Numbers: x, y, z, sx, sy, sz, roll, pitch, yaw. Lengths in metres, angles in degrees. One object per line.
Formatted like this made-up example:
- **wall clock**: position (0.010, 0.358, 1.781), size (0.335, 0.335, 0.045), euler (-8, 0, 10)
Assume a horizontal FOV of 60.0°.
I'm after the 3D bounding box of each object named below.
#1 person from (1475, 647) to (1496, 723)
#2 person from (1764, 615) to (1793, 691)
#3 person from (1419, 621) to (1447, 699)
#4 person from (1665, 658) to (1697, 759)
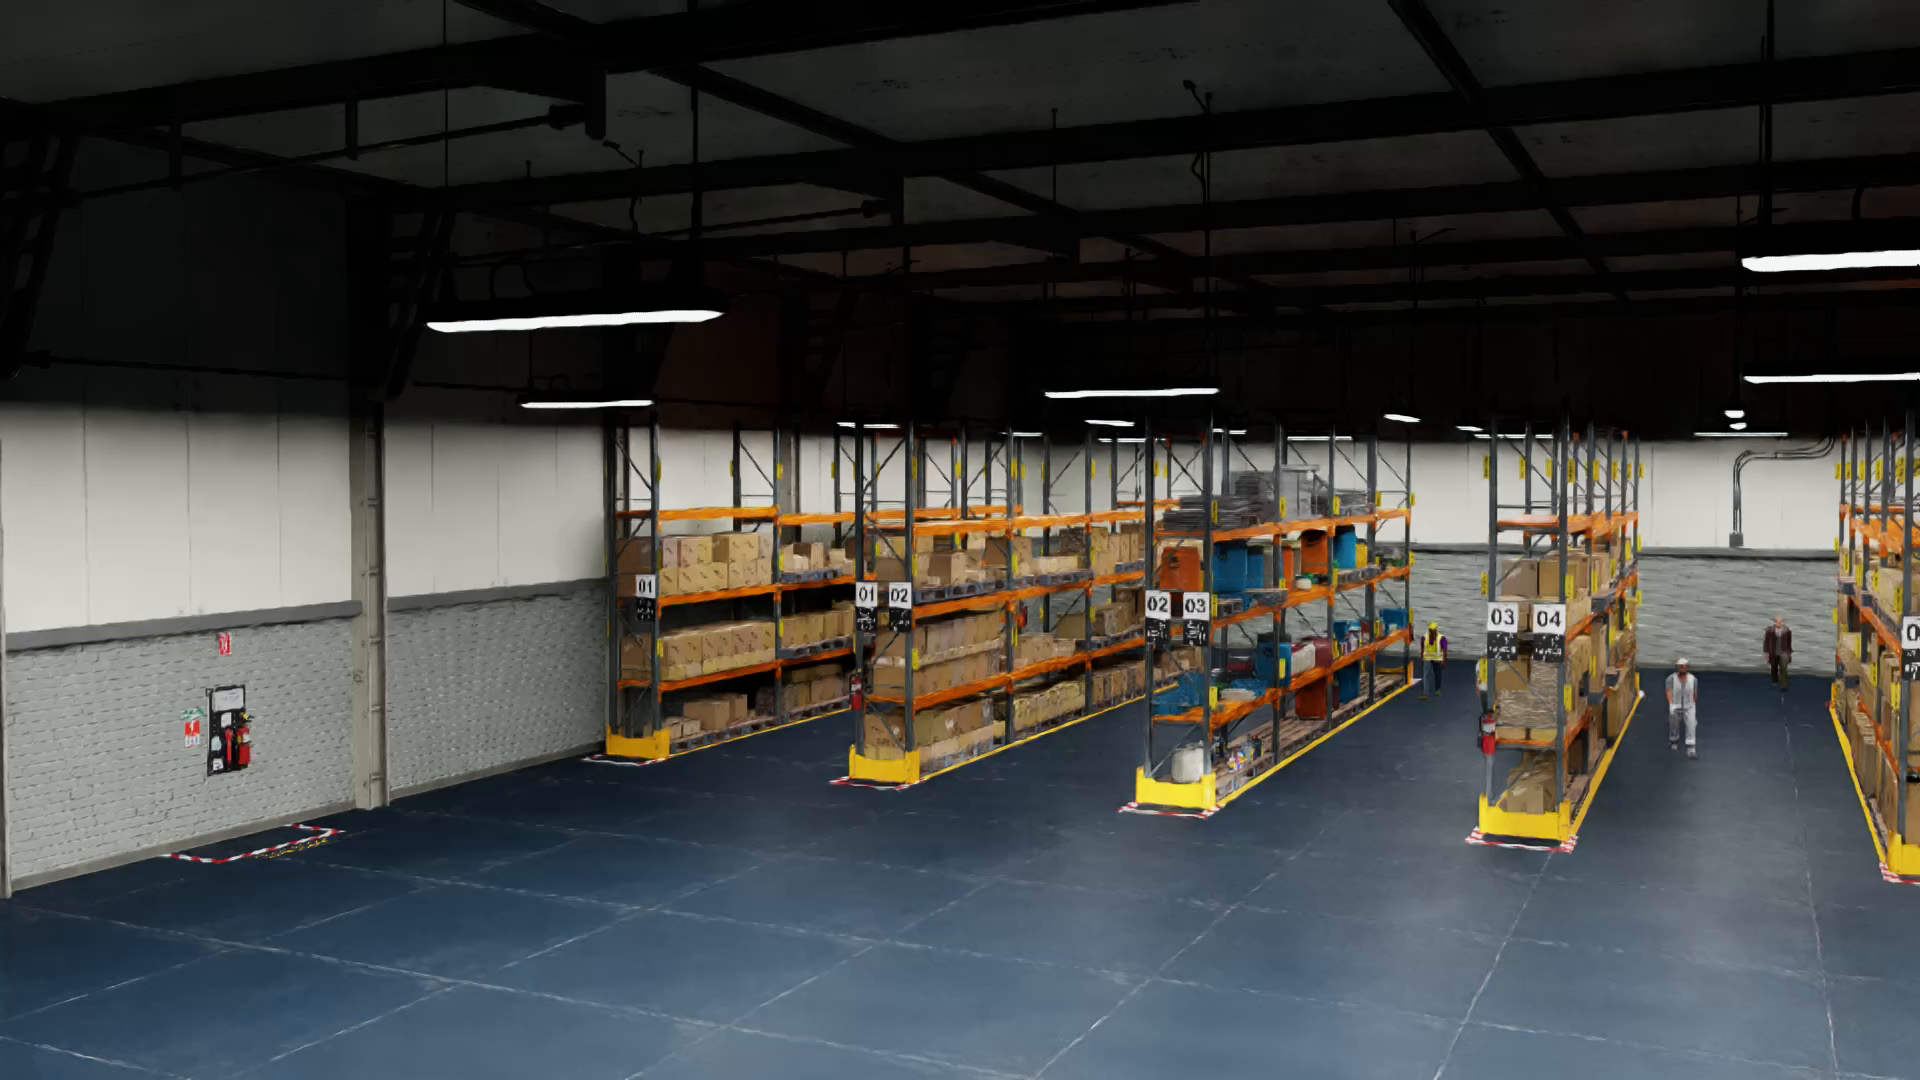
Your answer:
- **person**: position (10.187, 2.850, 32.080), size (0.497, 1.578, 1.090), euler (1, 3, 27)
- **person**: position (18.603, 2.544, 37.823), size (0.598, 1.698, 1.193), euler (1, 3, 28)
- **person**: position (10.368, 2.615, 36.421), size (0.575, 1.689, 1.128), euler (1, 3, 23)
- **person**: position (12.544, 2.908, 28.913), size (0.528, 1.727, 1.028), euler (1, 3, 17)
